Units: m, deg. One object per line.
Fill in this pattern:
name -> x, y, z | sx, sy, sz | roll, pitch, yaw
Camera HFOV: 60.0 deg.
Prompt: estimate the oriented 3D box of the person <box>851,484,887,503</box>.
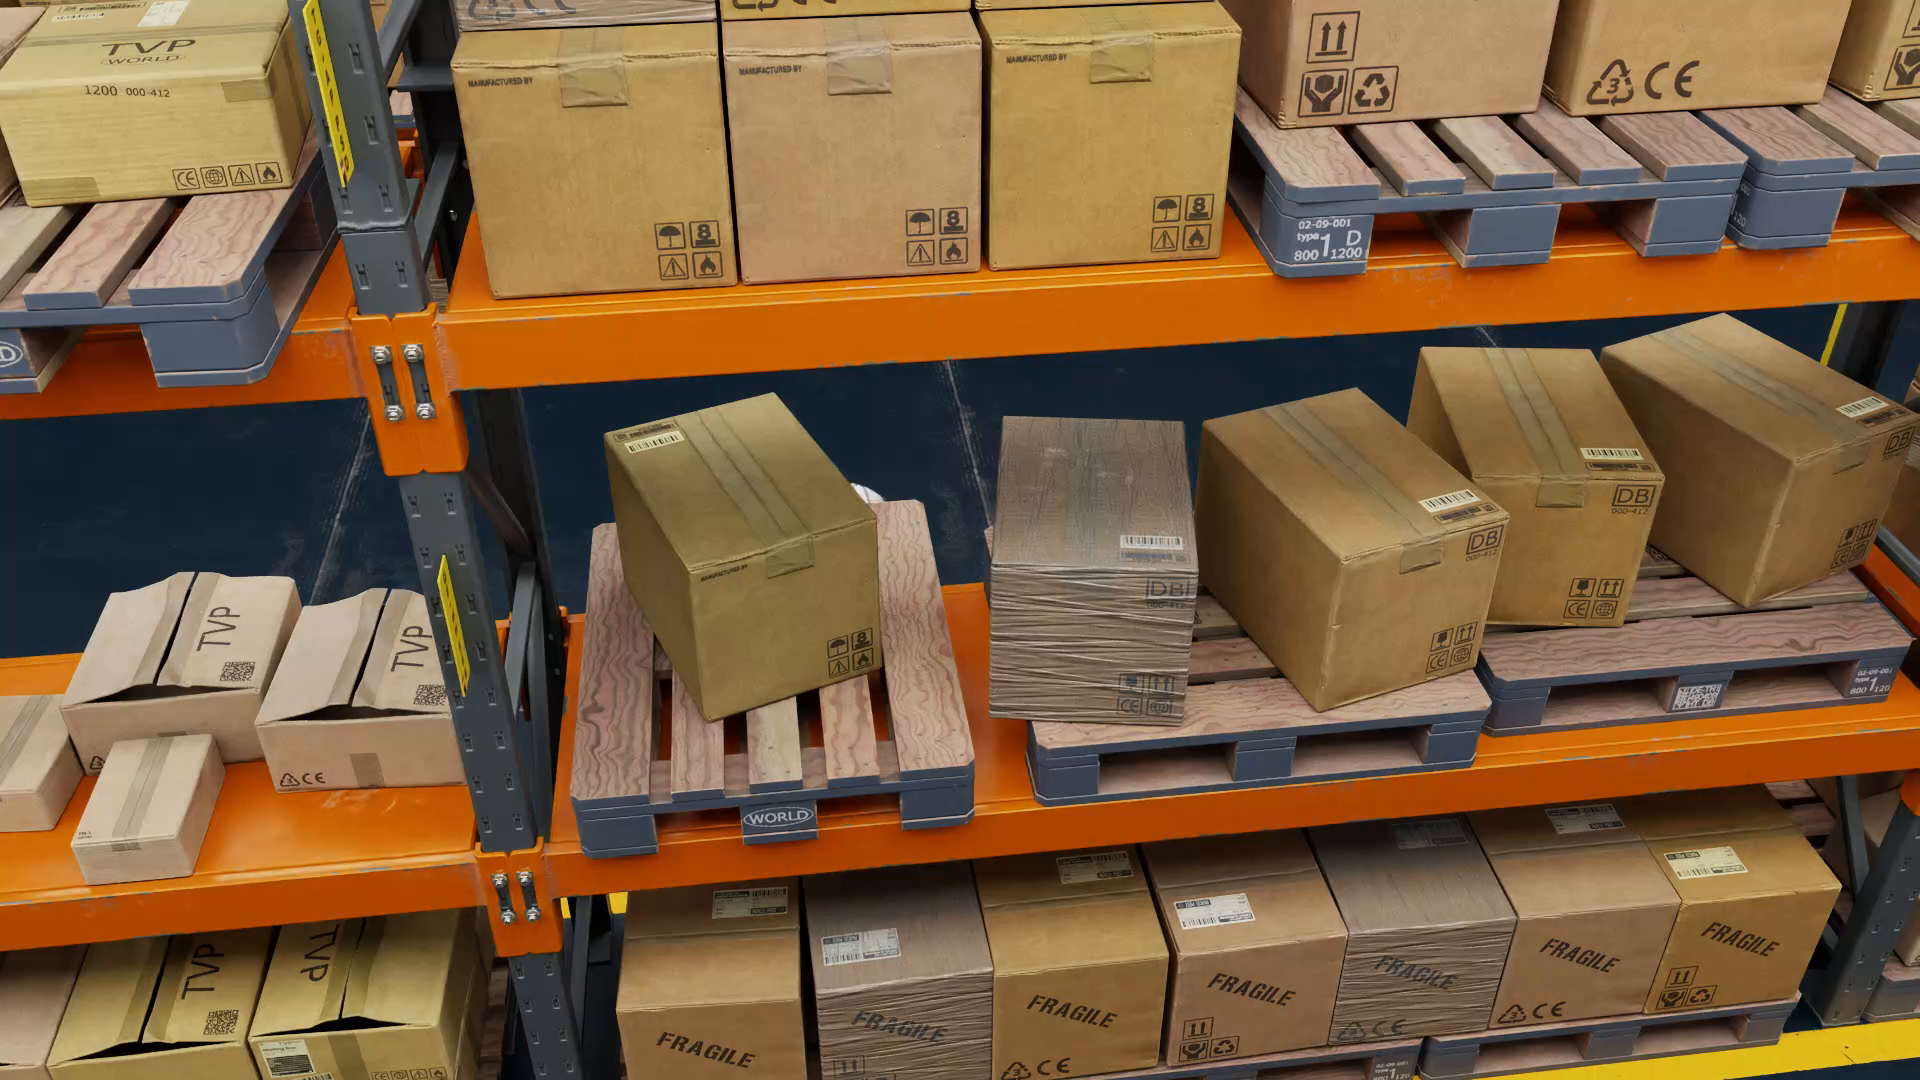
person -> -0.656, 0.230, 6.308 | 0.930, 1.102, 0.443 | -7, 36, -9
